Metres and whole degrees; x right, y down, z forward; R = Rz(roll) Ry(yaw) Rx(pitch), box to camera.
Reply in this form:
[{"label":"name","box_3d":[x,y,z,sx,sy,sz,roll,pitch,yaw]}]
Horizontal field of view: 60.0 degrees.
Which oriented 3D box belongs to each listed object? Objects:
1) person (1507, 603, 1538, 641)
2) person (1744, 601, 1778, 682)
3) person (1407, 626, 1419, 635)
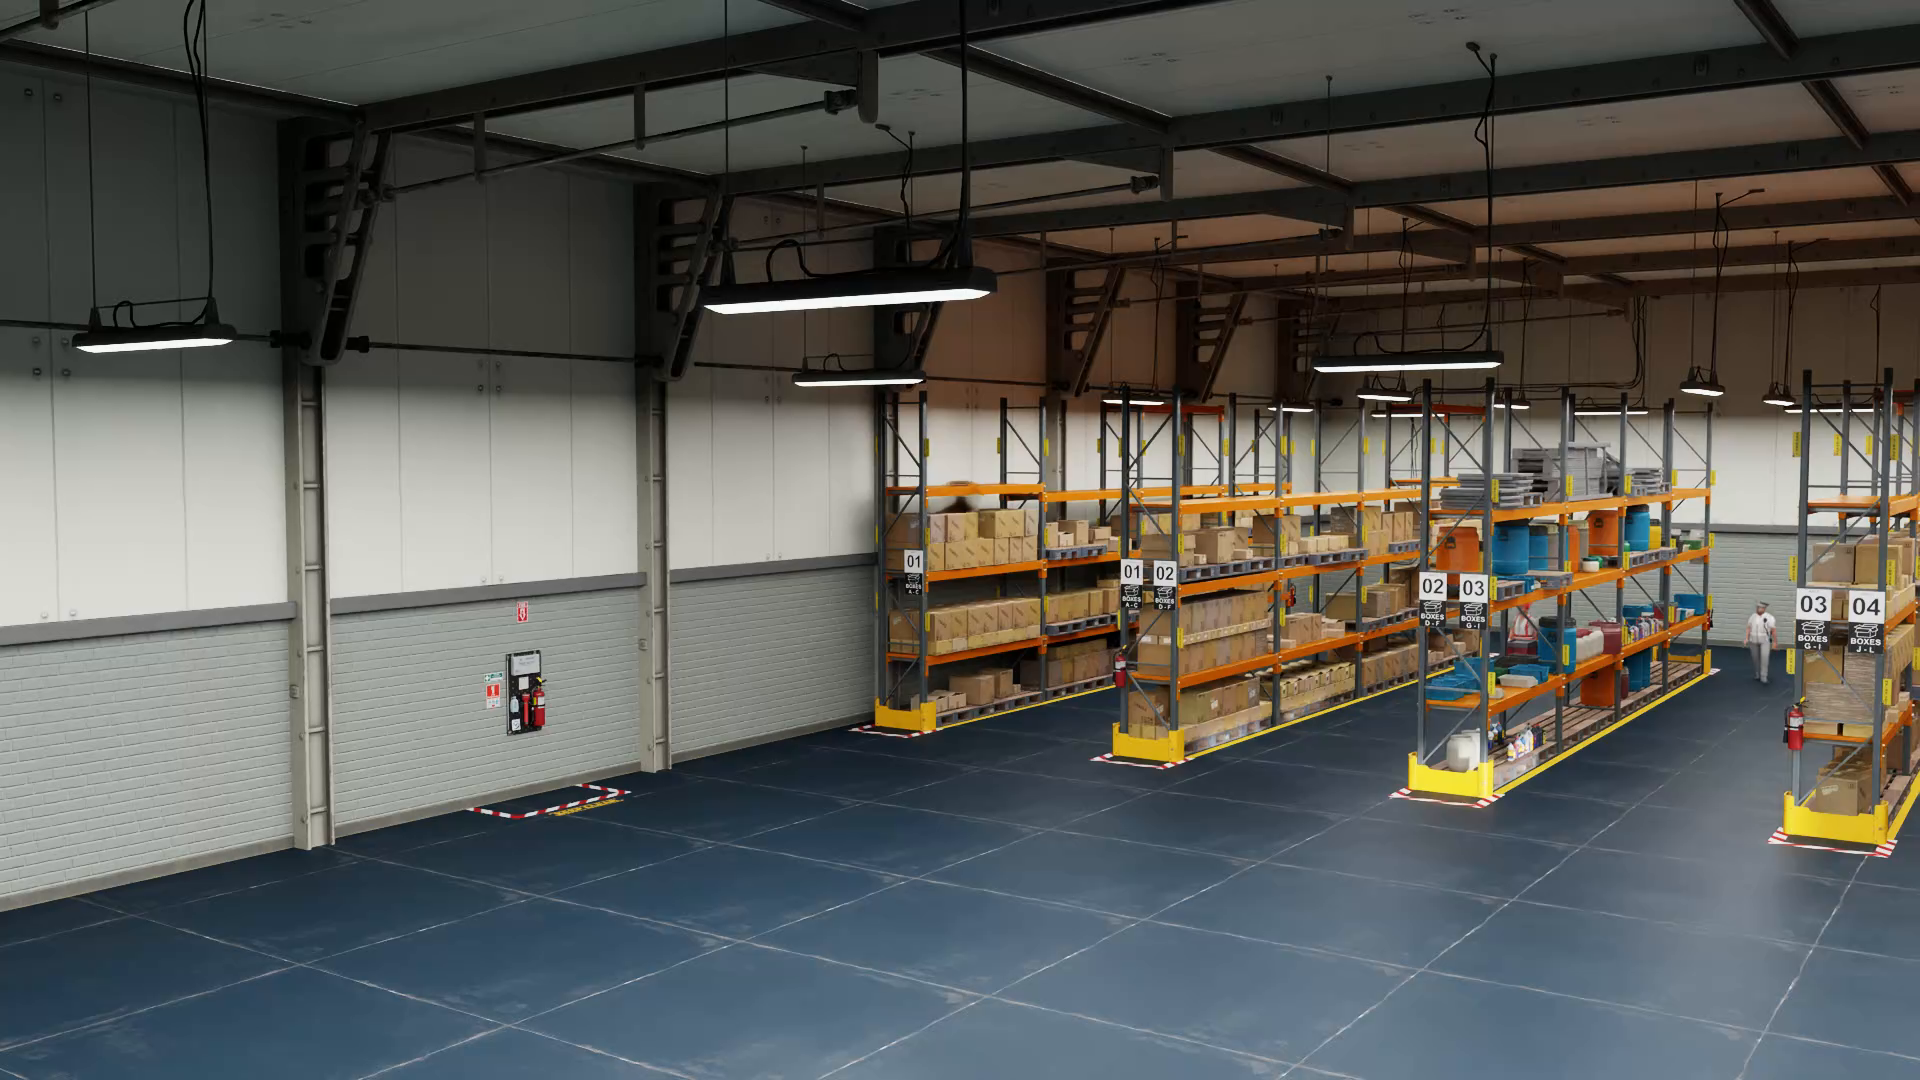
[{"label":"person","box_3d":[11.747,2.177,34.846,0.643,1.743,0.975,2,4,32]},{"label":"person","box_3d":[17.097,2.152,35.504,0.636,1.711,1.045,2,4,34]},{"label":"person","box_3d":[12.076,1.732,43.830,0.450,1.667,0.542,-1,3,-19]}]
